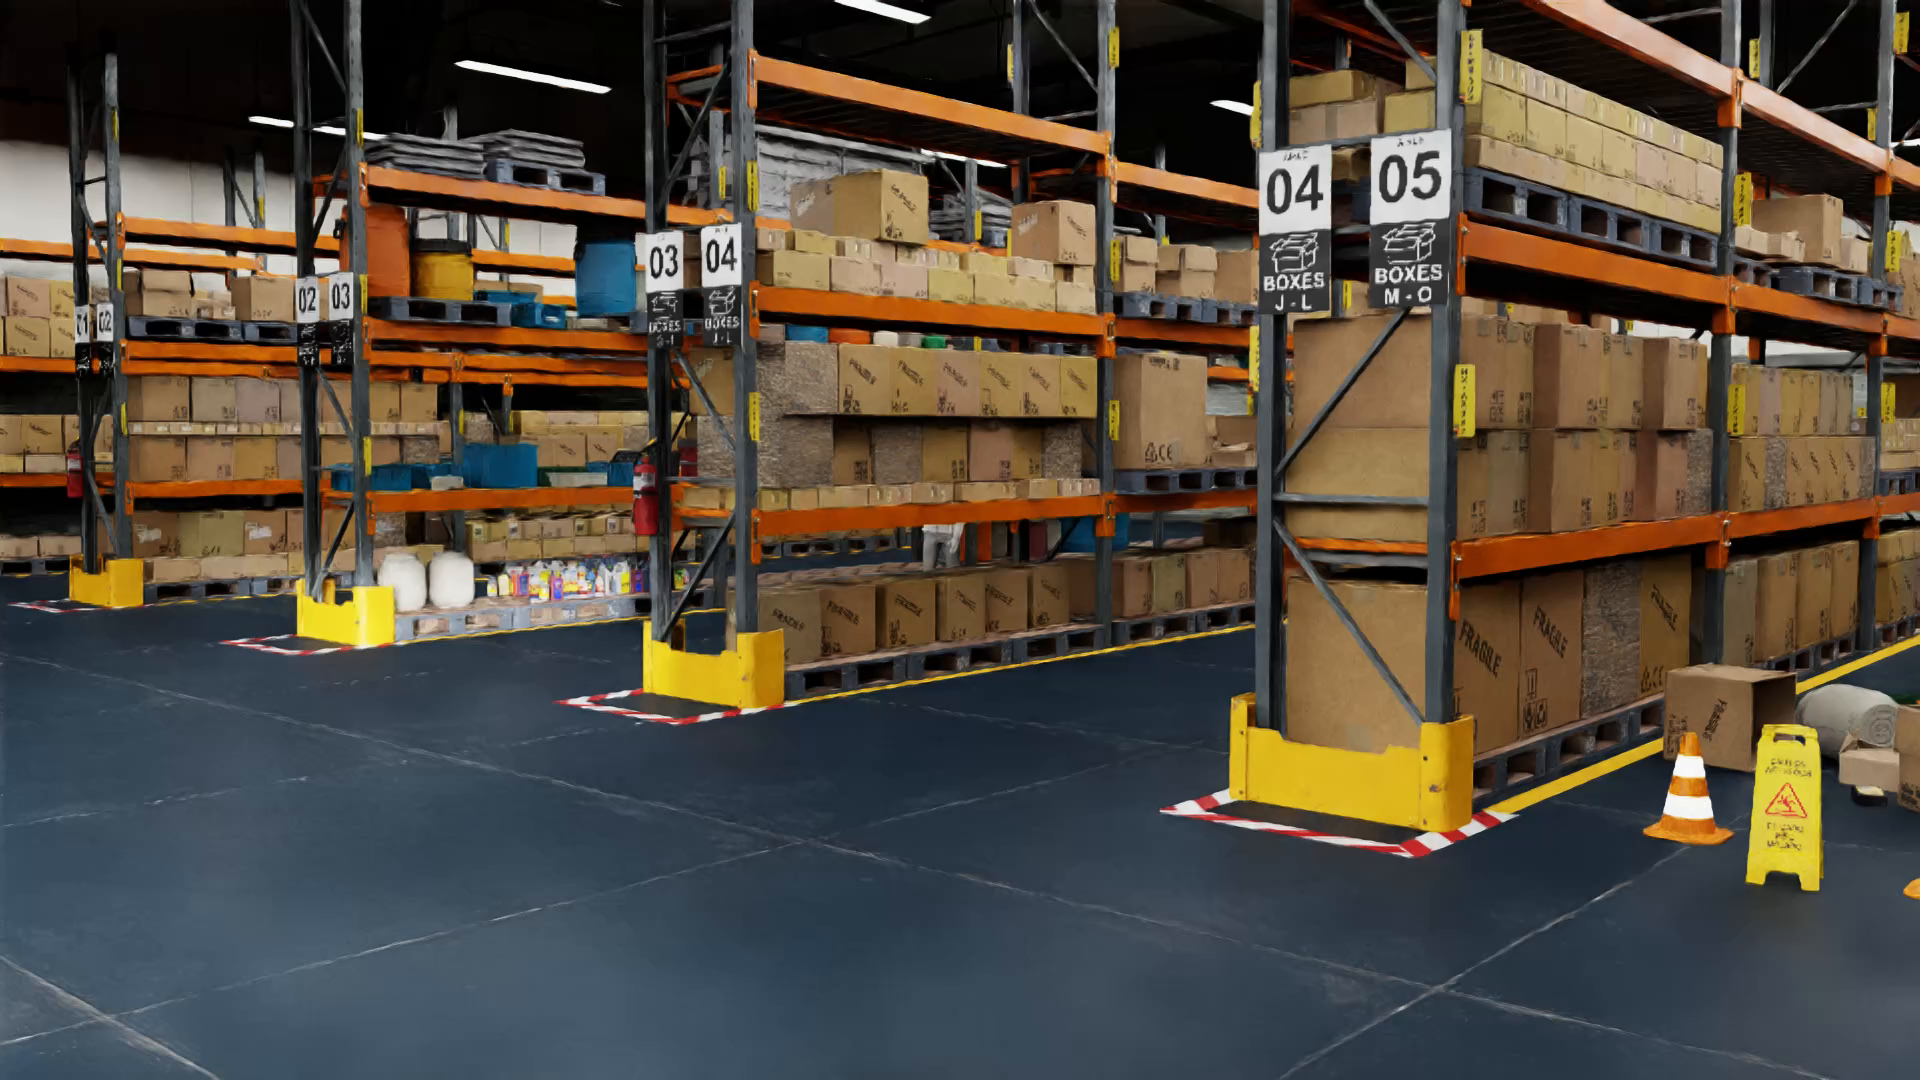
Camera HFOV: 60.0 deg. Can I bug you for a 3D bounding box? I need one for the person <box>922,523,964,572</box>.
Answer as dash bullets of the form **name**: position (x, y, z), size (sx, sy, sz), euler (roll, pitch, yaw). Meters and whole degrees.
- **person**: position (-0.149, -0.048, 16.006), size (0.482, 1.665, 0.810), euler (1, 4, 20)
